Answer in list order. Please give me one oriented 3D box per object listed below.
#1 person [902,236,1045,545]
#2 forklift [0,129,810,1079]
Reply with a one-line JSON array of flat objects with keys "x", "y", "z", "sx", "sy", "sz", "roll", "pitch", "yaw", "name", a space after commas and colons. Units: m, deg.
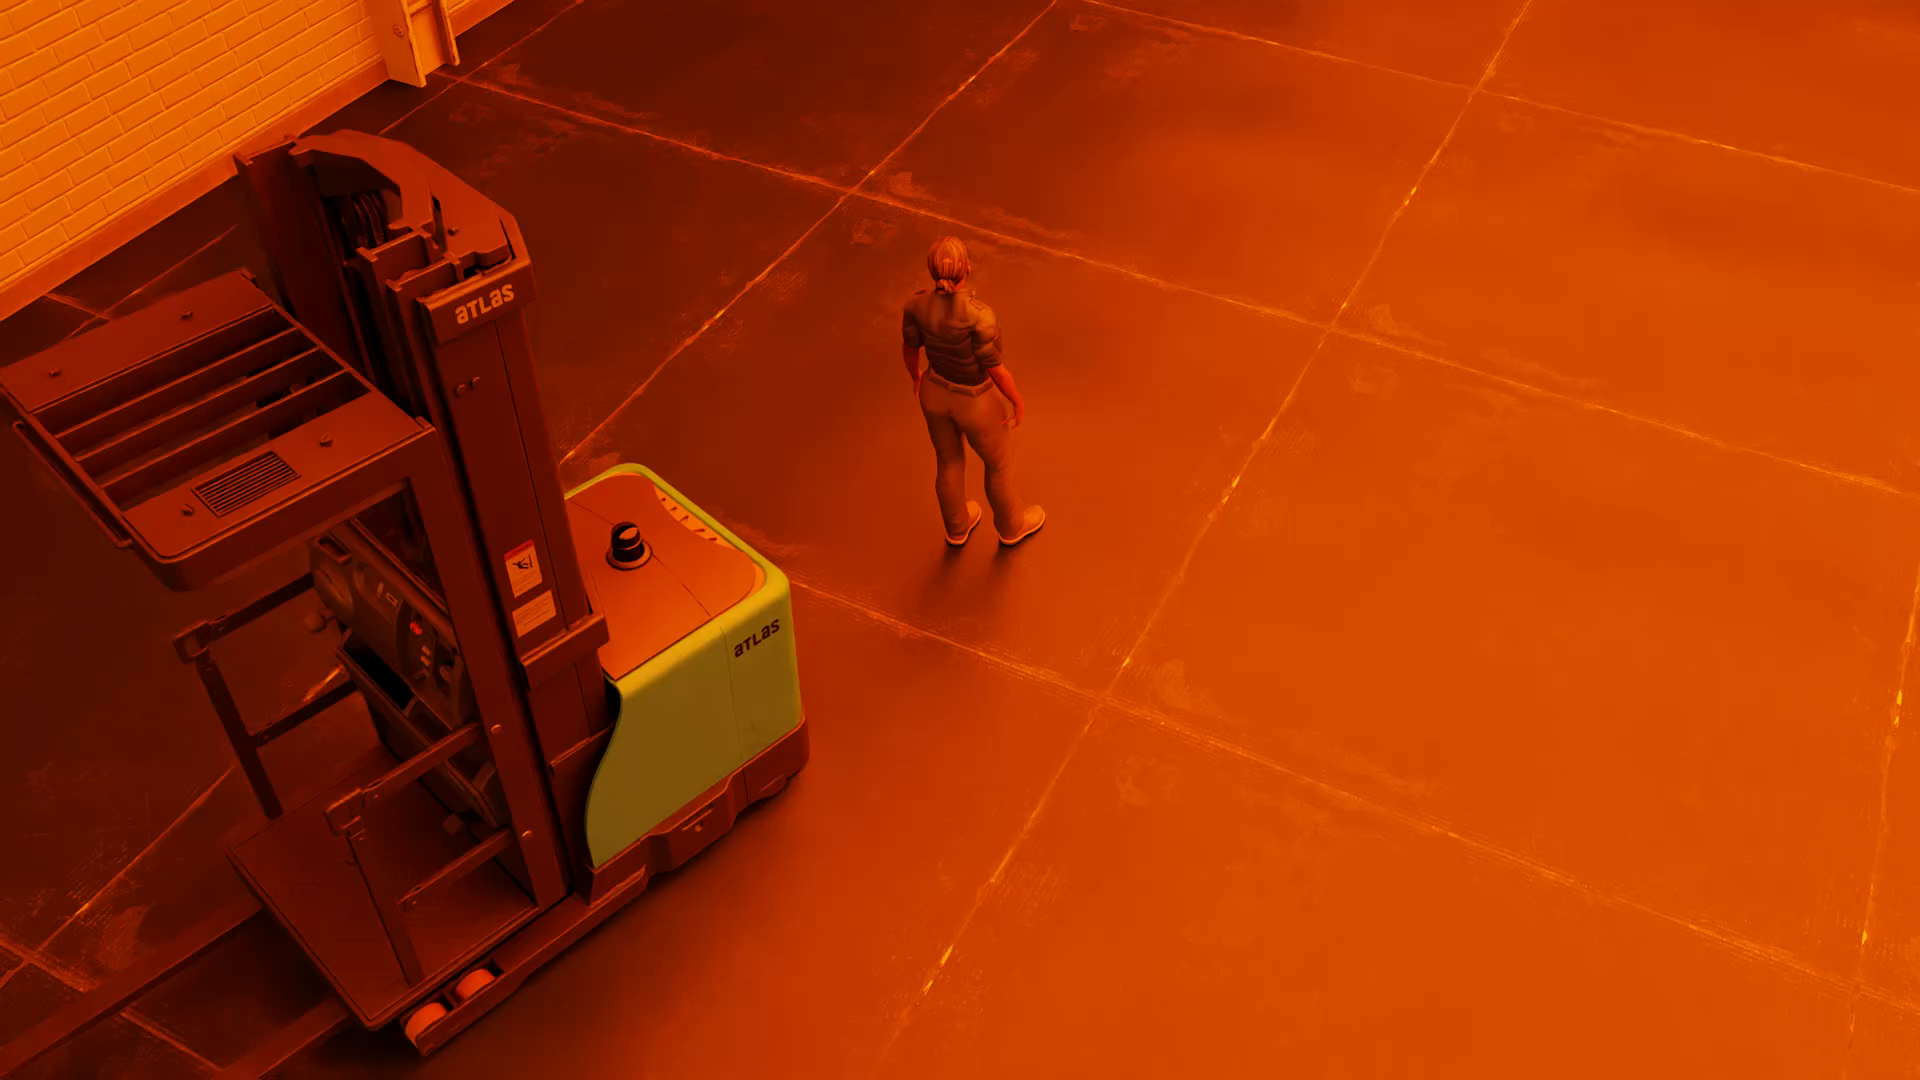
[{"x": 0.059, "y": -0.655, "z": 7.269, "sx": 0.569, "sy": 1.656, "sz": 0.503, "roll": 20, "pitch": 47, "yaw": 20, "name": "person"}, {"x": -2.013, "y": 0.329, "z": 5.305, "sx": 3.031, "sy": 2.935, "sz": 1.130, "roll": -34, "pitch": 53, "yaw": -31, "name": "forklift"}]
